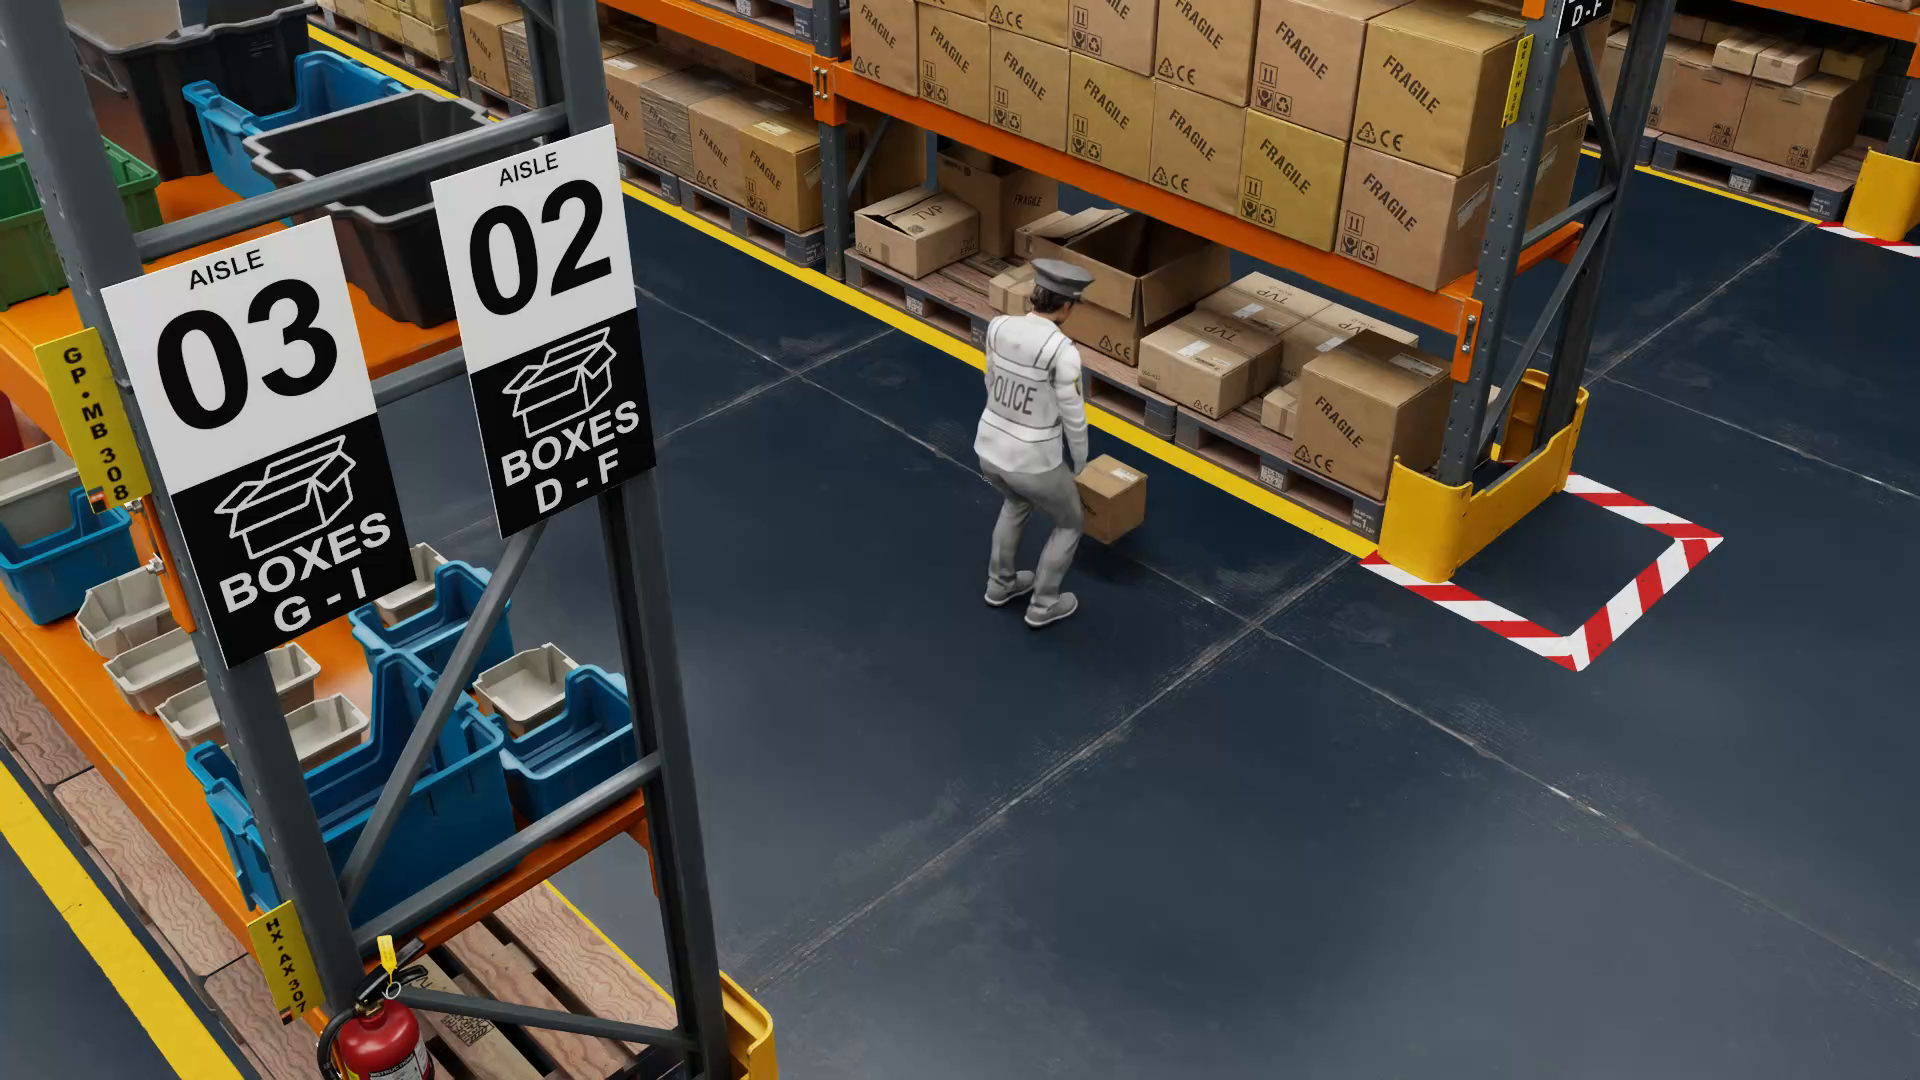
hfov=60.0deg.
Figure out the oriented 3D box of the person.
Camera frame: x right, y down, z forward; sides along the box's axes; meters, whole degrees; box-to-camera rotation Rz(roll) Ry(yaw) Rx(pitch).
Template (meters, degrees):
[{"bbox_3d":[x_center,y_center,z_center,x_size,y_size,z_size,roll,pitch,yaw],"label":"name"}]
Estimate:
[{"bbox_3d":[0.297,-0.380,6.763,0.526,1.576,0.516,-29,45,-34],"label":"person"}]
